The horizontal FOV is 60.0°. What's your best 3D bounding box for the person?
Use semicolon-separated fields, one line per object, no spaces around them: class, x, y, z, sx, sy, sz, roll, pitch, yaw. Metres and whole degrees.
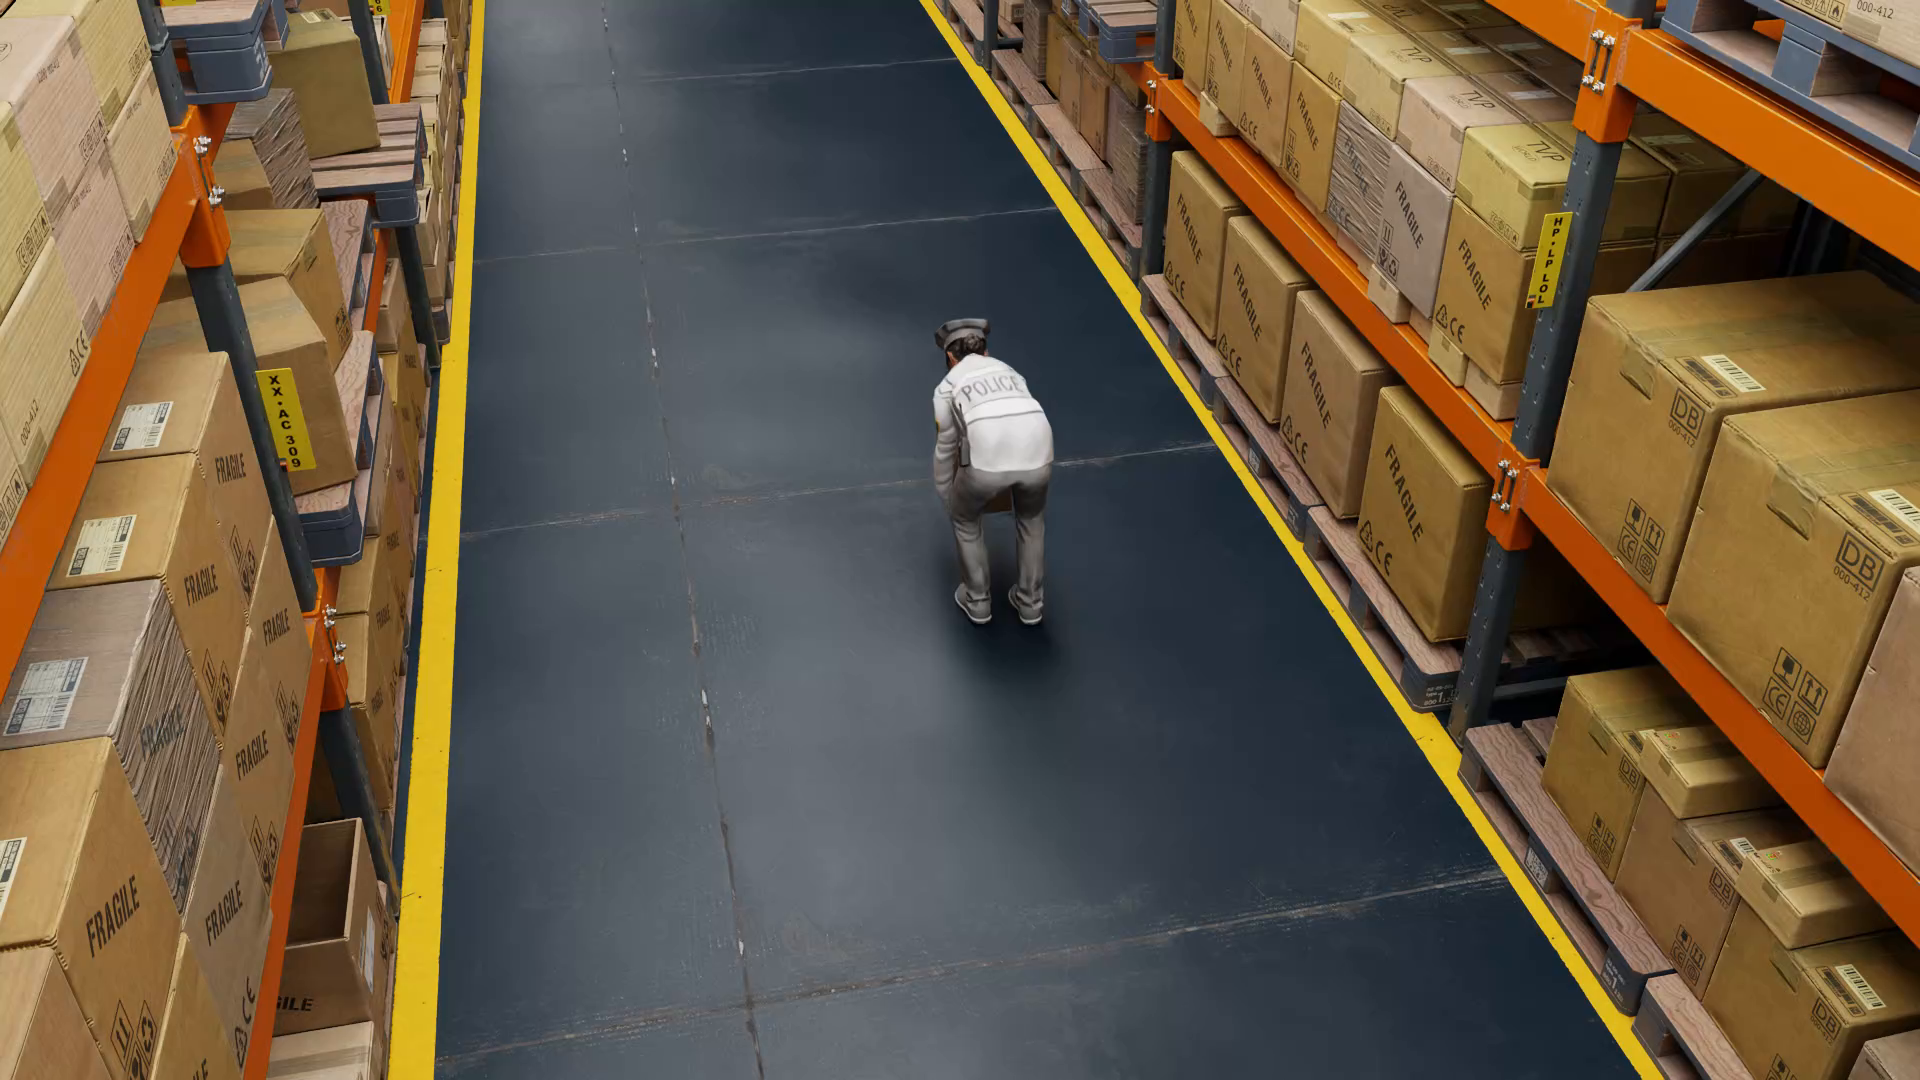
person;0.111;-0.281;7.007;0.416;1.152;0.923;-8;35;-12
